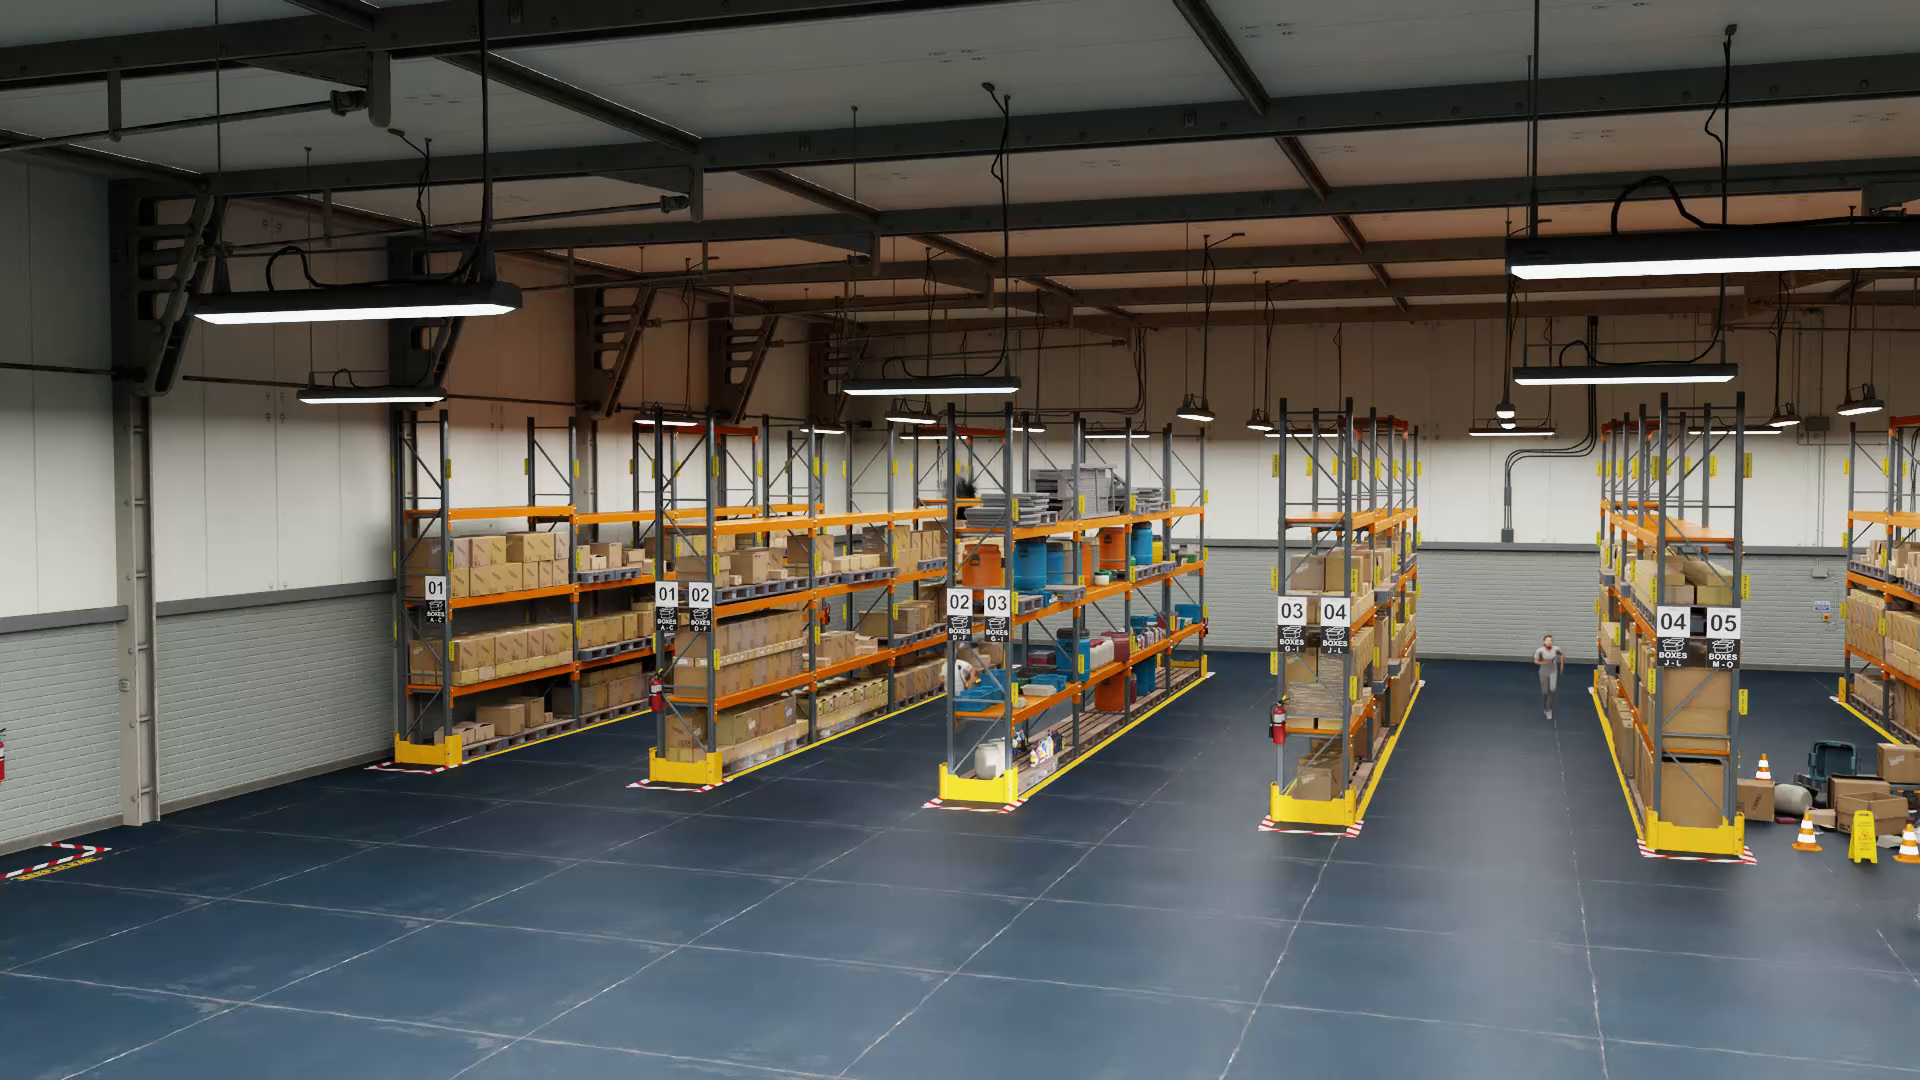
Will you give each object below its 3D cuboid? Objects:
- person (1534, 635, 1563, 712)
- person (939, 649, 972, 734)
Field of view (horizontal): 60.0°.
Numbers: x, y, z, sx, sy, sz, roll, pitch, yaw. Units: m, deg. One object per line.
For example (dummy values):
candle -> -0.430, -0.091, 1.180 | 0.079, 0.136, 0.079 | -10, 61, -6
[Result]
person -> 11.829, 2.659, 33.424 | 0.586, 1.535, 0.810 | 1, 3, 14
person -> -0.084, 2.830, 31.229 | 0.576, 1.618, 0.714 | 1, 3, 17
